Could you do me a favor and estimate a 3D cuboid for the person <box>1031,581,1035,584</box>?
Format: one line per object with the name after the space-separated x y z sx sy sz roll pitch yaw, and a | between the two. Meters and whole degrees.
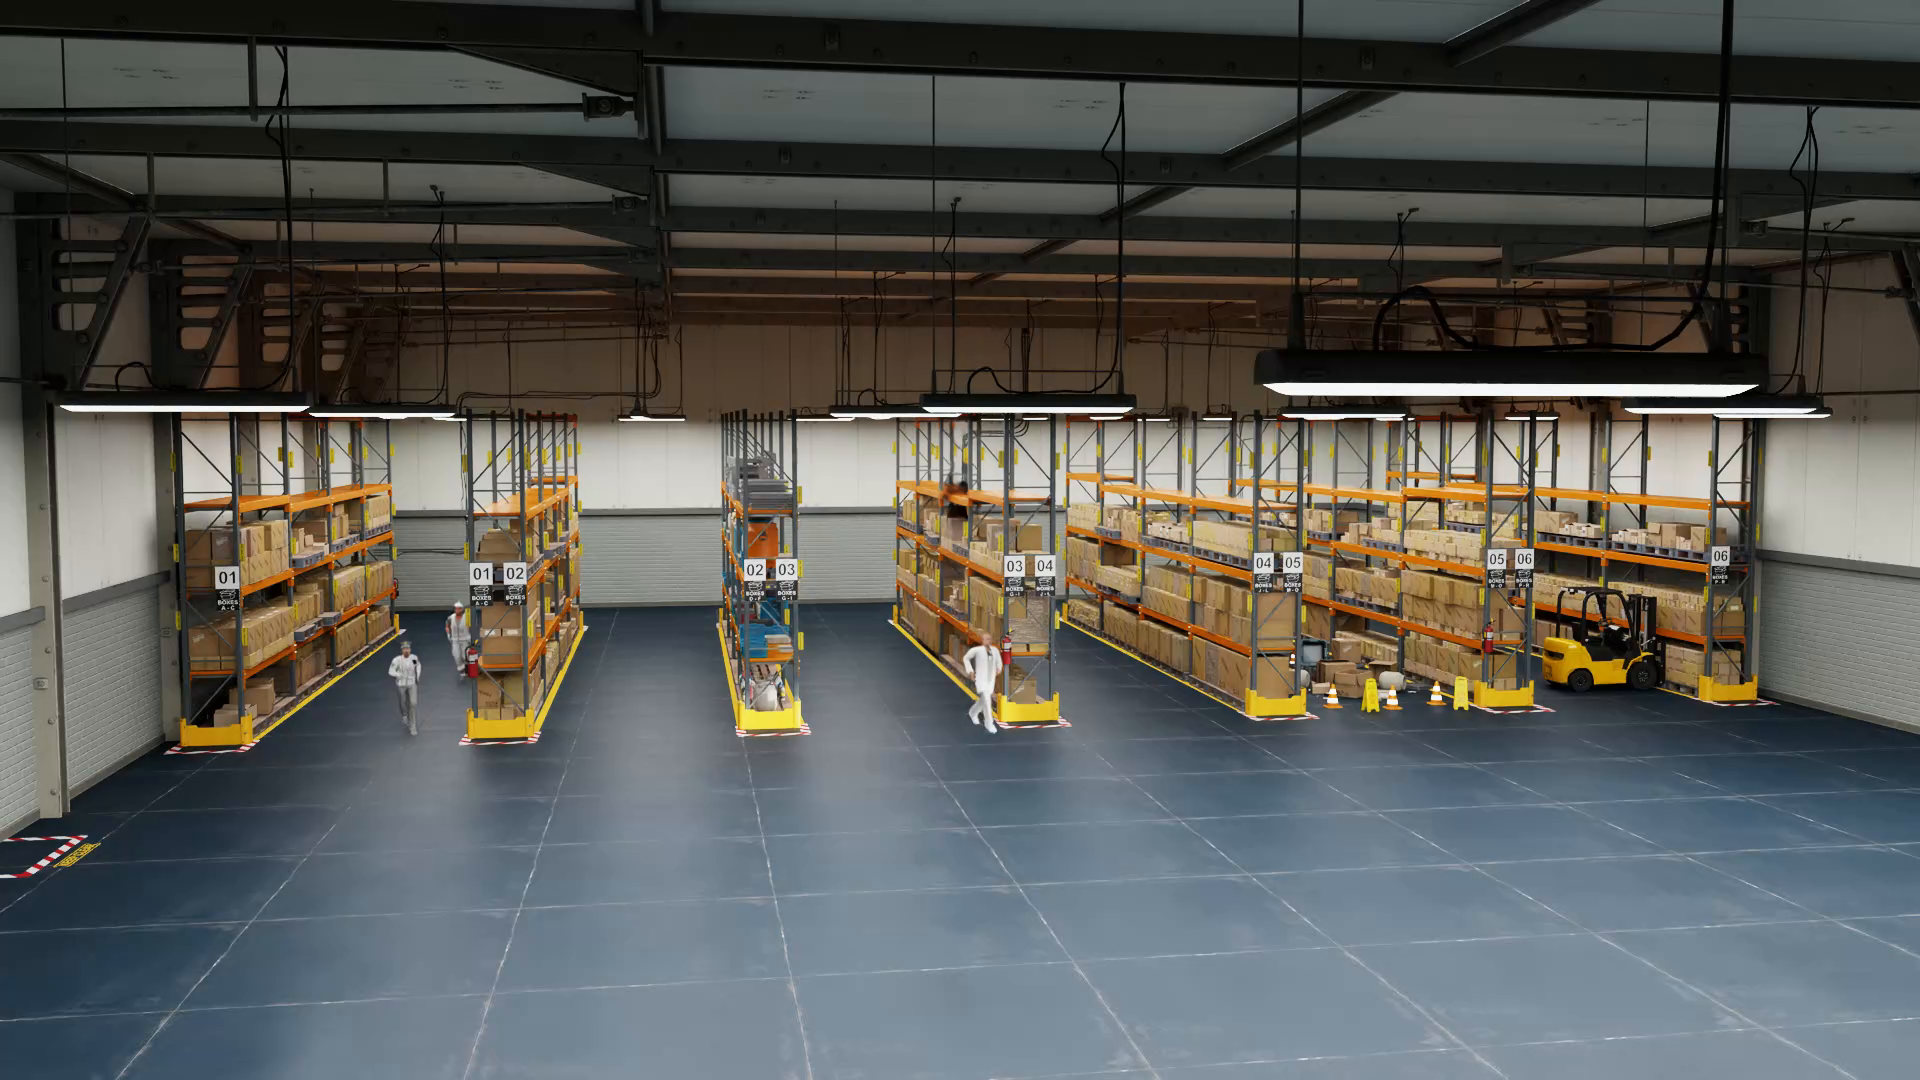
2.112 1.591 47.729 0.607 1.624 0.545 0 4 1 | person

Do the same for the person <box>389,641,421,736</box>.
-10.318 2.732 30.939 0.578 1.738 0.997 -1 4 -20 | person

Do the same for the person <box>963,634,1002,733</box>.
0.466 2.658 31.266 0.719 1.812 0.994 -3 5 -36 | person

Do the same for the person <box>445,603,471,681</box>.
-11.190 2.262 37.247 0.678 1.740 0.593 0 4 -5 | person
